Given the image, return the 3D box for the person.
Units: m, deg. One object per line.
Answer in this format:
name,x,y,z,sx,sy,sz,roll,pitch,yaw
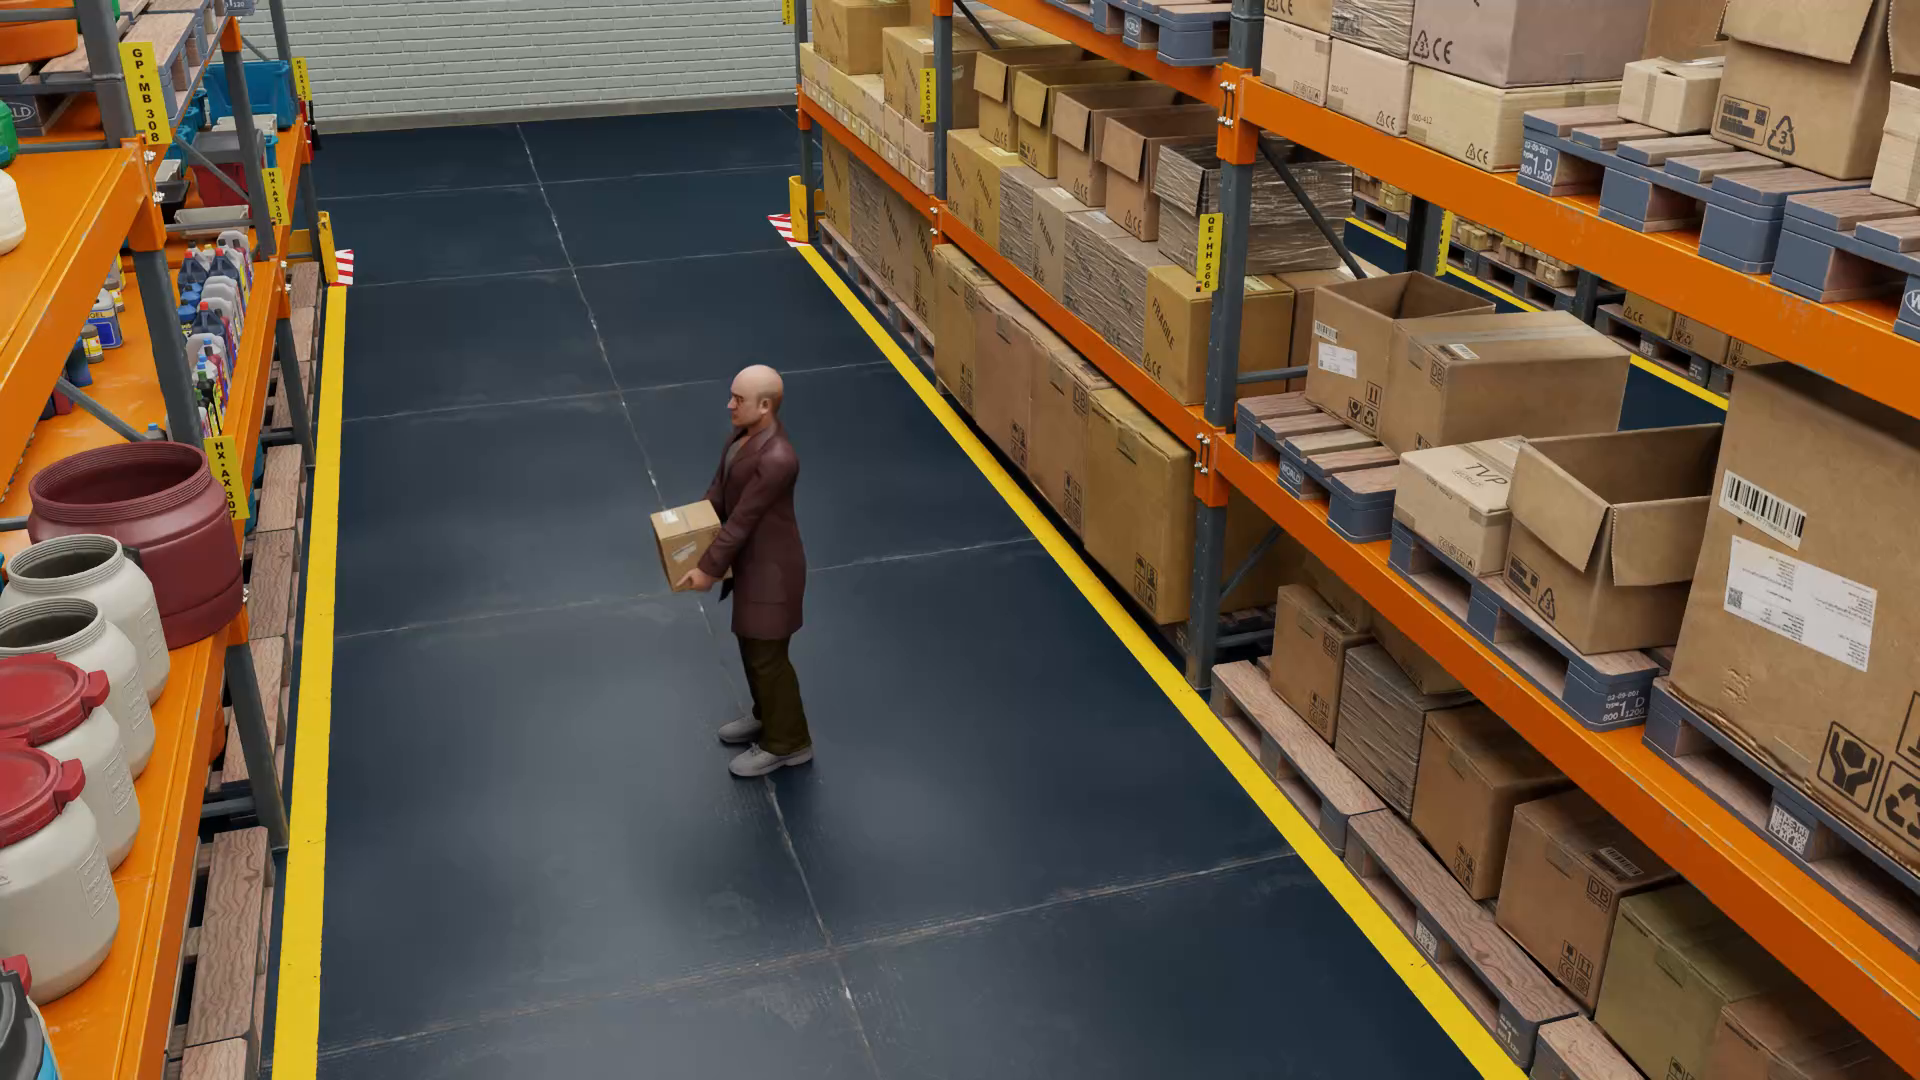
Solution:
person,-0.914,0.133,6.861,0.551,1.780,0.526,-8,27,-17
